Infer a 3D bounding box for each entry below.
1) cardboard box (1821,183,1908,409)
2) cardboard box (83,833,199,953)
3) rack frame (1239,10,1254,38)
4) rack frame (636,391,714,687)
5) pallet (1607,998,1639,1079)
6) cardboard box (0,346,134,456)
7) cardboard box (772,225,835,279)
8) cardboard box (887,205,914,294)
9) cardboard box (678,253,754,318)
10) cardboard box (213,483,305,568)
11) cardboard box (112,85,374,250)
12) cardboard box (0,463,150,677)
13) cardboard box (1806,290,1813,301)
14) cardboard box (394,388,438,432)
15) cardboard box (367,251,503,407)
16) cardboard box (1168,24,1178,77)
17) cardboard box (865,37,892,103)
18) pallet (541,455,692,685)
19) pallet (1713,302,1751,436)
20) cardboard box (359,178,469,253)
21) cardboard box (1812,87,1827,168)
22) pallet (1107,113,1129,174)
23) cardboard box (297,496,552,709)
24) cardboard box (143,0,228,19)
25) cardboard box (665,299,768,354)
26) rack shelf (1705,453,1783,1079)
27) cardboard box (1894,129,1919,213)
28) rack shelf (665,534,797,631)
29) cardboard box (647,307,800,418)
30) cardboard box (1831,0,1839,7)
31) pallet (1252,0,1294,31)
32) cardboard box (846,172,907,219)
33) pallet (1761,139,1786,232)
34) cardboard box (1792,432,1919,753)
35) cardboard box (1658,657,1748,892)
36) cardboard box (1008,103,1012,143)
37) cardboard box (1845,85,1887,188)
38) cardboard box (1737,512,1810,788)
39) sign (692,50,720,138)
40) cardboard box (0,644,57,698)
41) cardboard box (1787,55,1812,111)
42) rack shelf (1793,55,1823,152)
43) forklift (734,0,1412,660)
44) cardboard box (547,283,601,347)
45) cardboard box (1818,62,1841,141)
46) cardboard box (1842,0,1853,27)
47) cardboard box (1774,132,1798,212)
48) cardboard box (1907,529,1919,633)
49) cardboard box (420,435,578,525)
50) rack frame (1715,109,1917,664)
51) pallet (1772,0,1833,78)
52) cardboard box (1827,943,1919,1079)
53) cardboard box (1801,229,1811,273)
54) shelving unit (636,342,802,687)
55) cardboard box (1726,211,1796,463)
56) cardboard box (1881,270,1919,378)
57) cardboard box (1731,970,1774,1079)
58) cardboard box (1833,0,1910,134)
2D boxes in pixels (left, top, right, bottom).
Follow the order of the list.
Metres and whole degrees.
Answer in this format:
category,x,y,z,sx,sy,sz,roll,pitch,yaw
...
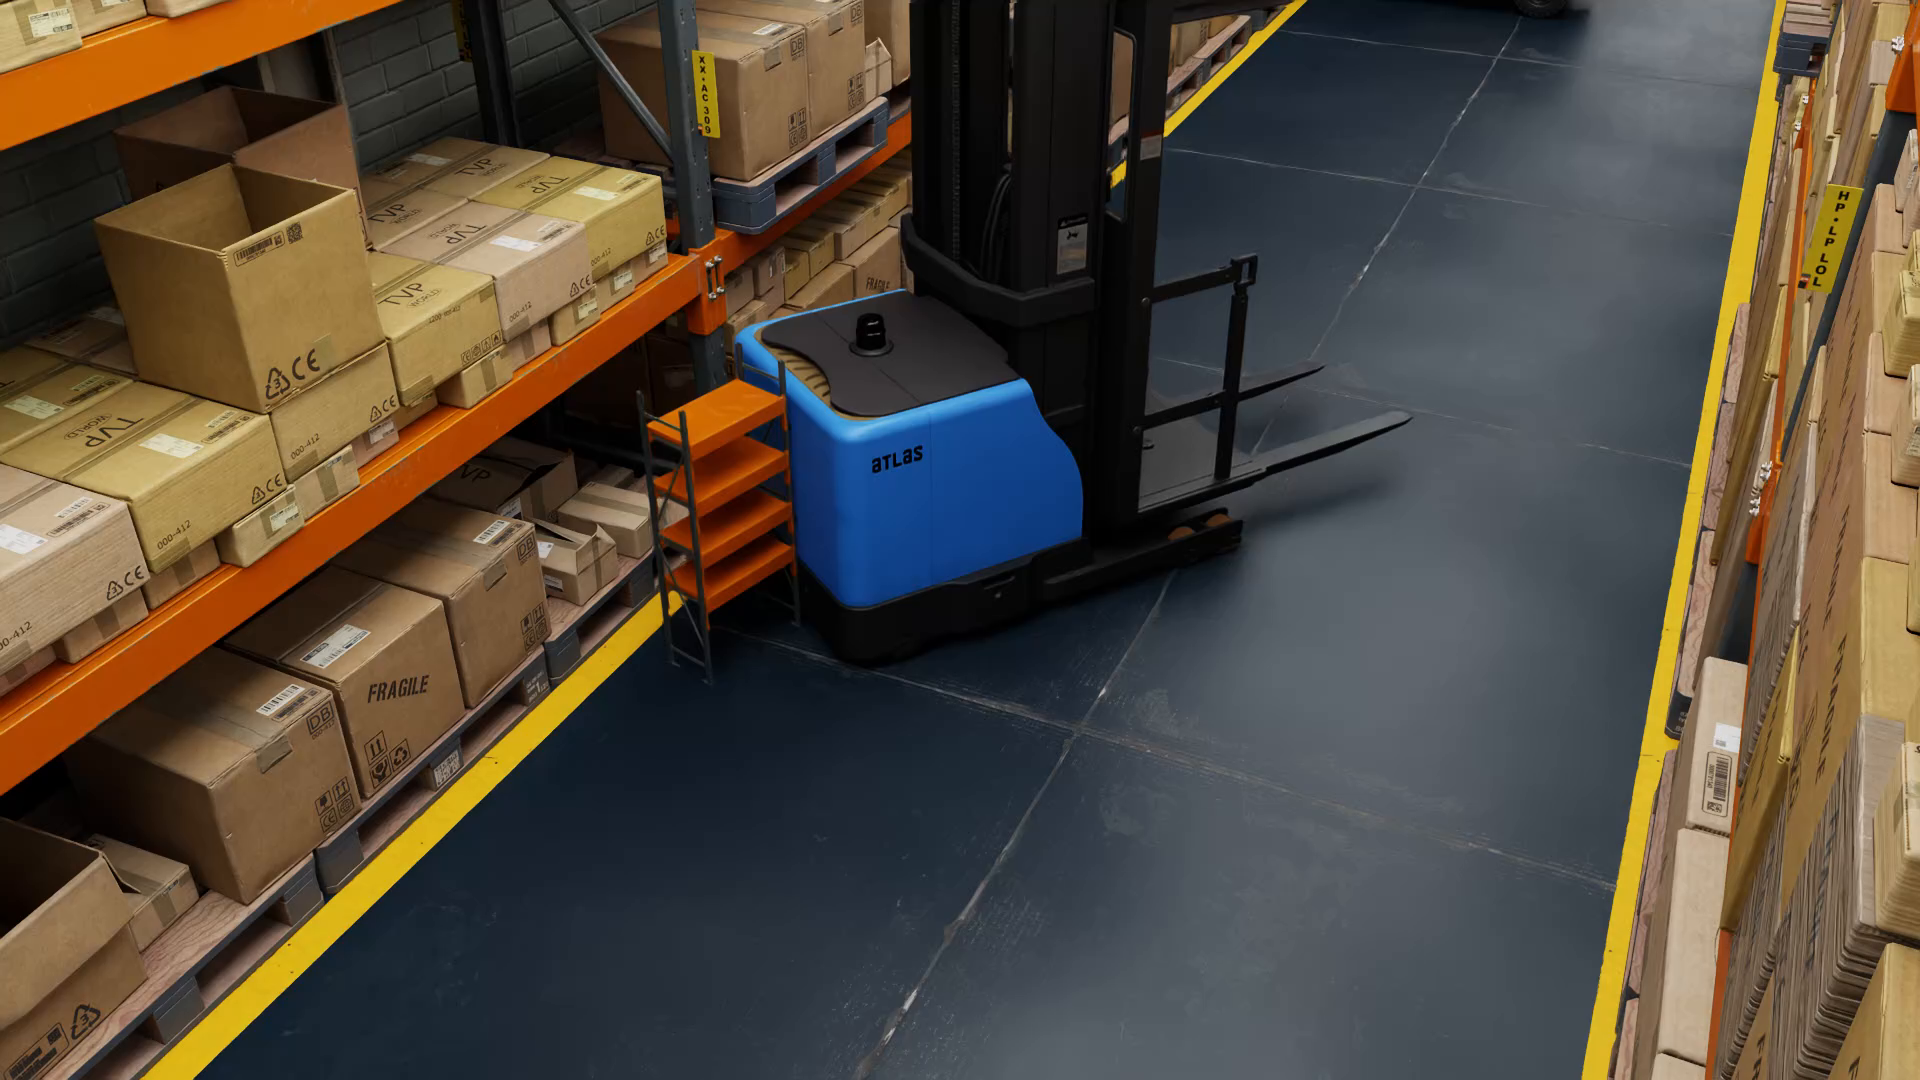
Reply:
category,x,y,z,sx,sy,sz,roll,pitch,yaw
cardboard box,2.630,-0.588,4.408,0.500,0.500,0.500,14,36,21
cardboard box,-2.579,1.077,5.089,0.380,0.149,0.250,13,35,19
rack frame,1.886,-5.431,12.796,1.000,3.000,0.127,14,36,20
rack frame,-1.045,0.019,6.127,0.240,1.200,0.015,24,40,32
pallet,2.151,1.827,4.271,1.003,0.211,1.213,14,36,20
cardboard box,-2.755,-0.308,4.849,0.500,0.250,0.500,15,36,22
cardboard box,-0.824,-1.391,7.941,0.380,0.149,0.250,14,36,20
cardboard box,-0.405,-1.538,8.756,0.500,0.500,0.500,13,35,19
cardboard box,-1.124,-1.104,7.231,0.380,0.149,0.250,14,36,20
cardboard box,-2.163,-0.080,4.866,0.380,0.149,0.250,13,35,19
cardboard box,-2.326,-1.141,5.436,0.500,0.500,0.500,13,35,19
cardboard box,-2.489,0.069,4.275,0.500,0.250,0.500,15,36,21
cardboard box,3.215,-0.982,5.692,0.500,0.250,0.500,15,36,22
cardboard box,-1.966,-0.494,5.497,0.380,0.149,0.250,15,36,21
cardboard box,-1.869,-0.700,5.448,0.500,0.250,0.500,14,36,20
cardboard box,1.034,-3.591,11.774,0.875,0.625,0.625,13,35,19
cardboard box,-0.531,-2.170,7.563,0.396,0.266,0.258,16,36,23
pallet,-1.749,0.062,6.963,1.003,0.211,1.213,14,36,20
pallet,4.324,-0.760,8.217,1.003,0.211,1.213,14,36,20
cardboard box,-2.117,-1.072,6.015,0.500,0.250,0.500,14,36,20
cardboard box,4.091,-1.793,7.386,0.500,0.250,0.500,13,35,19
pallet,0.593,-2.673,11.134,1.003,0.211,1.213,14,36,20
cardboard box,-1.965,0.199,6.108,0.700,0.500,0.500,13,35,19
cardboard box,-2.060,-1.450,4.219,0.380,0.149,0.250,14,36,21
cardboard box,-1.069,-0.965,7.292,0.380,0.149,0.250,16,36,23
rack shelf,2.212,0.988,3.664,1.077,0.370,4.000,14,36,20
cardboard box,2.681,-0.943,4.358,0.380,0.149,0.250,14,36,20
rack shelf,-0.890,0.137,6.431,0.258,0.148,0.480,24,40,32
cardboard box,-1.054,-0.766,7.579,0.500,0.500,0.500,16,36,23
cardboard box,4.660,-2.933,8.243,0.500,0.500,0.500,13,35,19
pallet,2.257,-4.651,14.150,1.003,0.211,1.213,14,36,20
cardboard box,-0.493,-1.771,8.521,0.380,0.149,0.250,14,36,21
pallet,5.563,-2.130,10.305,1.003,0.211,1.213,14,36,20
cardboard box,1.975,0.166,3.259,0.500,0.500,0.500,14,36,20
cardboard box,2.689,0.875,5.134,0.875,0.438,0.875,14,36,20
cardboard box,0.150,-2.393,9.469,0.380,0.149,0.250,12,35,18
cardboard box,3.008,-1.049,5.112,0.500,0.500,0.500,15,36,22
cardboard box,2.187,0.318,3.938,0.500,0.500,0.500,14,36,21
sign,-0.965,-1.688,6.299,0.100,0.325,0.005,14,36,20
cardboard box,-2.605,0.274,4.326,0.380,0.149,0.250,14,36,20
cardboard box,6.179,-3.109,11.269,0.950,0.372,0.625,15,36,21
rack shelf,5.559,-2.997,9.741,1.077,0.370,4.000,14,36,20
forklift,0.624,-1.347,6.631,3.031,2.935,1.130,-18,37,-25
cardboard box,-1.541,-0.855,6.047,0.380,0.149,0.250,15,36,22
cardboard box,3.849,-1.750,6.864,0.500,0.250,0.500,14,36,20
cardboard box,4.294,-2.572,7.434,0.500,0.500,0.500,13,35,19
cardboard box,5.269,-2.027,9.619,0.950,0.372,0.625,13,36,20
cardboard box,1.828,0.079,2.800,0.380,0.149,0.250,15,36,22
cardboard box,-1.952,-0.223,6.923,0.500,0.311,0.500,15,36,22
rack frame,3.049,-0.309,4.986,1.000,3.000,0.127,14,36,20
pallet,4.924,-2.601,8.656,1.213,0.211,1.003,14,36,20
cardboard box,1.361,0.928,2.096,0.500,0.500,0.500,15,36,22
cardboard box,3.450,-1.028,6.219,0.500,0.250,0.500,13,35,19
shelving unit,-0.890,-0.085,6.285,0.258,1.200,0.503,24,40,32
cardboard box,3.981,-0.820,7.320,0.875,0.875,0.875,15,36,21
cardboard box,2.223,-0.439,3.590,0.380,0.149,0.250,13,35,19
cardboard box,1.561,1.094,2.756,0.500,0.500,0.500,13,36,19
cardboard box,3.651,-1.818,6.284,0.500,0.500,0.500,15,36,21
